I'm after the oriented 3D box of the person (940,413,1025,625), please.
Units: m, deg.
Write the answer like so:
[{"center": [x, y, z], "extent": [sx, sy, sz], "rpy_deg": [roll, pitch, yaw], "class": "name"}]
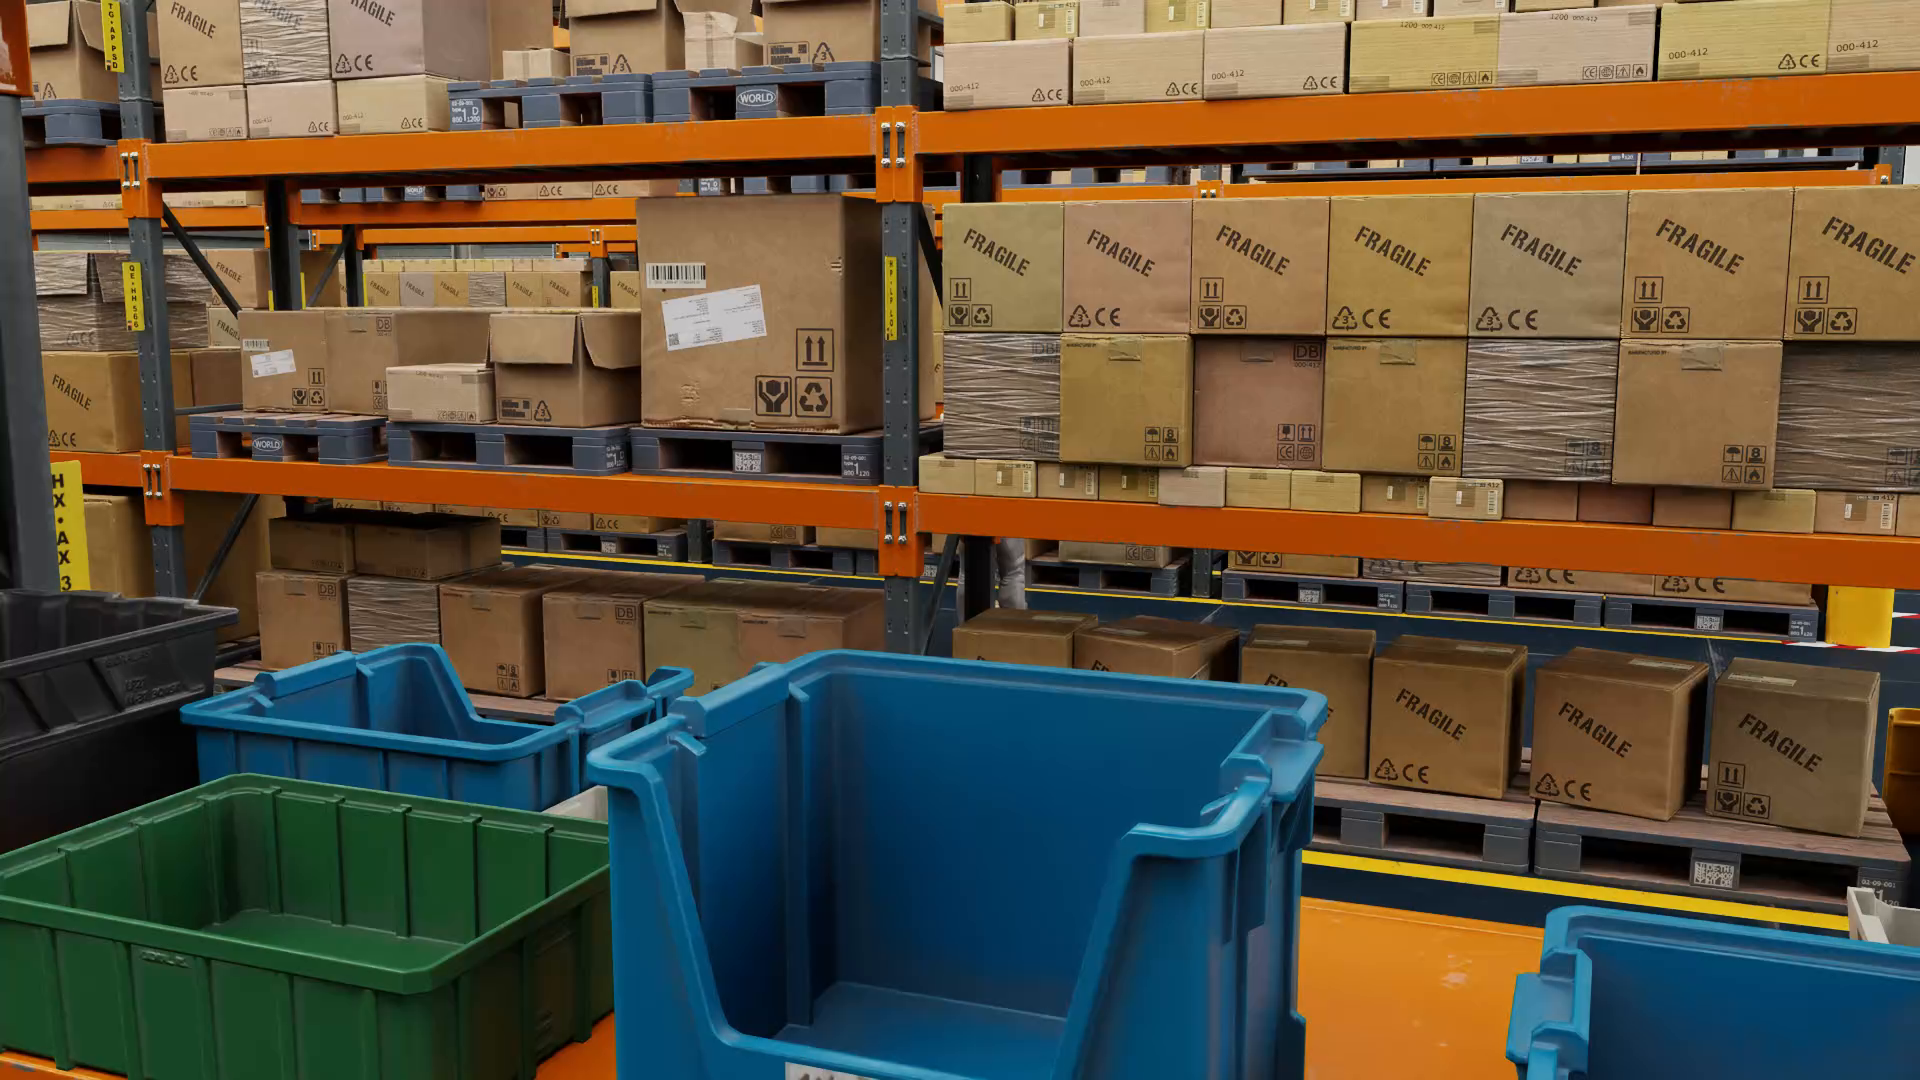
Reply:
[{"center": [0.163, -0.201, 9.614], "extent": [0.632, 1.759, 0.462], "rpy_deg": [3, 9, 17], "class": "person"}]
